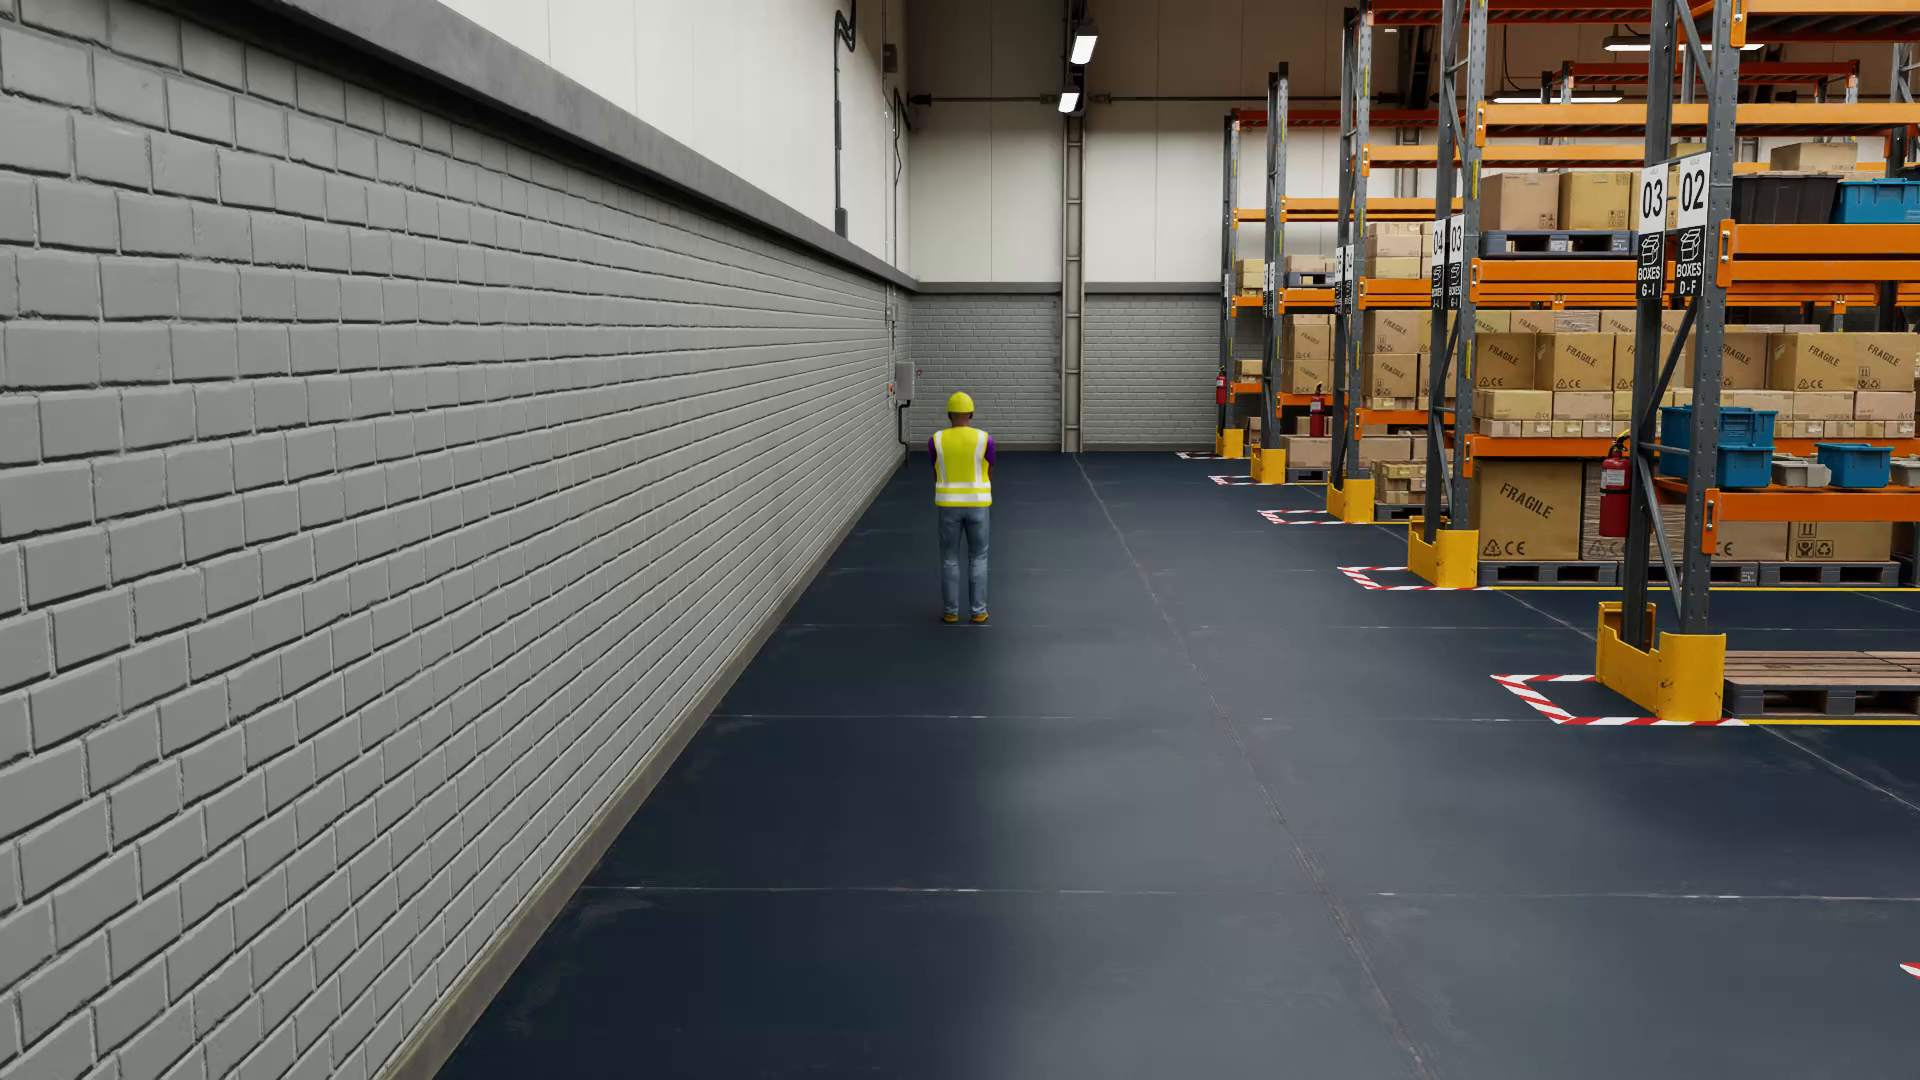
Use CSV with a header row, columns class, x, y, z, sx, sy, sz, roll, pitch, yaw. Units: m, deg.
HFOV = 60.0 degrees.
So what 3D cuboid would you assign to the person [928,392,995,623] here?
class,x,y,z,sx,sy,sz,roll,pitch,yaw
person,0.016,-0.260,12.757,0.504,1.761,0.569,0,7,2
